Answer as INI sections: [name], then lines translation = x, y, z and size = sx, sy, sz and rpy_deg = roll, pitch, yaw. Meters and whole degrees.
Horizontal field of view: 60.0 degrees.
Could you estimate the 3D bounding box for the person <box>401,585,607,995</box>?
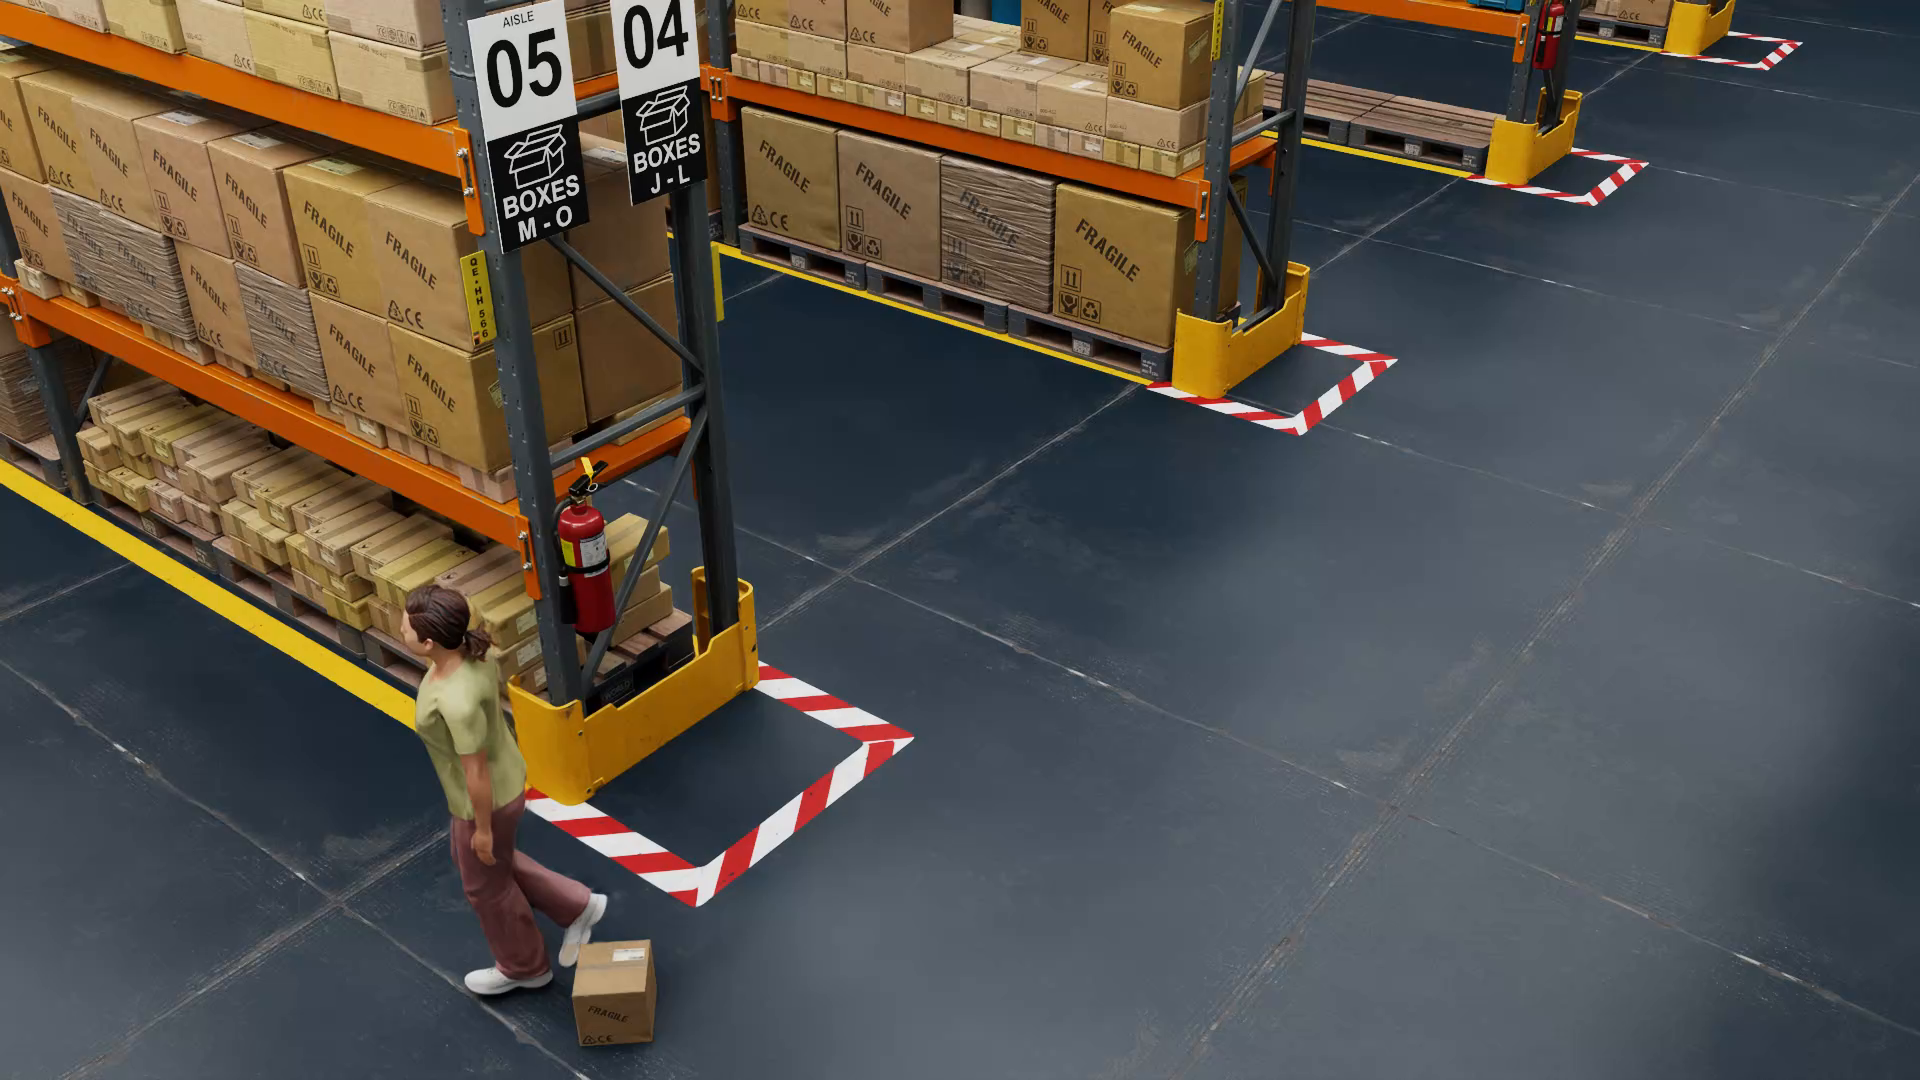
[person]
translation = -1.534, 0.851, 5.687
size = 0.530, 1.652, 0.480
rpy_deg = -5, 31, -8
